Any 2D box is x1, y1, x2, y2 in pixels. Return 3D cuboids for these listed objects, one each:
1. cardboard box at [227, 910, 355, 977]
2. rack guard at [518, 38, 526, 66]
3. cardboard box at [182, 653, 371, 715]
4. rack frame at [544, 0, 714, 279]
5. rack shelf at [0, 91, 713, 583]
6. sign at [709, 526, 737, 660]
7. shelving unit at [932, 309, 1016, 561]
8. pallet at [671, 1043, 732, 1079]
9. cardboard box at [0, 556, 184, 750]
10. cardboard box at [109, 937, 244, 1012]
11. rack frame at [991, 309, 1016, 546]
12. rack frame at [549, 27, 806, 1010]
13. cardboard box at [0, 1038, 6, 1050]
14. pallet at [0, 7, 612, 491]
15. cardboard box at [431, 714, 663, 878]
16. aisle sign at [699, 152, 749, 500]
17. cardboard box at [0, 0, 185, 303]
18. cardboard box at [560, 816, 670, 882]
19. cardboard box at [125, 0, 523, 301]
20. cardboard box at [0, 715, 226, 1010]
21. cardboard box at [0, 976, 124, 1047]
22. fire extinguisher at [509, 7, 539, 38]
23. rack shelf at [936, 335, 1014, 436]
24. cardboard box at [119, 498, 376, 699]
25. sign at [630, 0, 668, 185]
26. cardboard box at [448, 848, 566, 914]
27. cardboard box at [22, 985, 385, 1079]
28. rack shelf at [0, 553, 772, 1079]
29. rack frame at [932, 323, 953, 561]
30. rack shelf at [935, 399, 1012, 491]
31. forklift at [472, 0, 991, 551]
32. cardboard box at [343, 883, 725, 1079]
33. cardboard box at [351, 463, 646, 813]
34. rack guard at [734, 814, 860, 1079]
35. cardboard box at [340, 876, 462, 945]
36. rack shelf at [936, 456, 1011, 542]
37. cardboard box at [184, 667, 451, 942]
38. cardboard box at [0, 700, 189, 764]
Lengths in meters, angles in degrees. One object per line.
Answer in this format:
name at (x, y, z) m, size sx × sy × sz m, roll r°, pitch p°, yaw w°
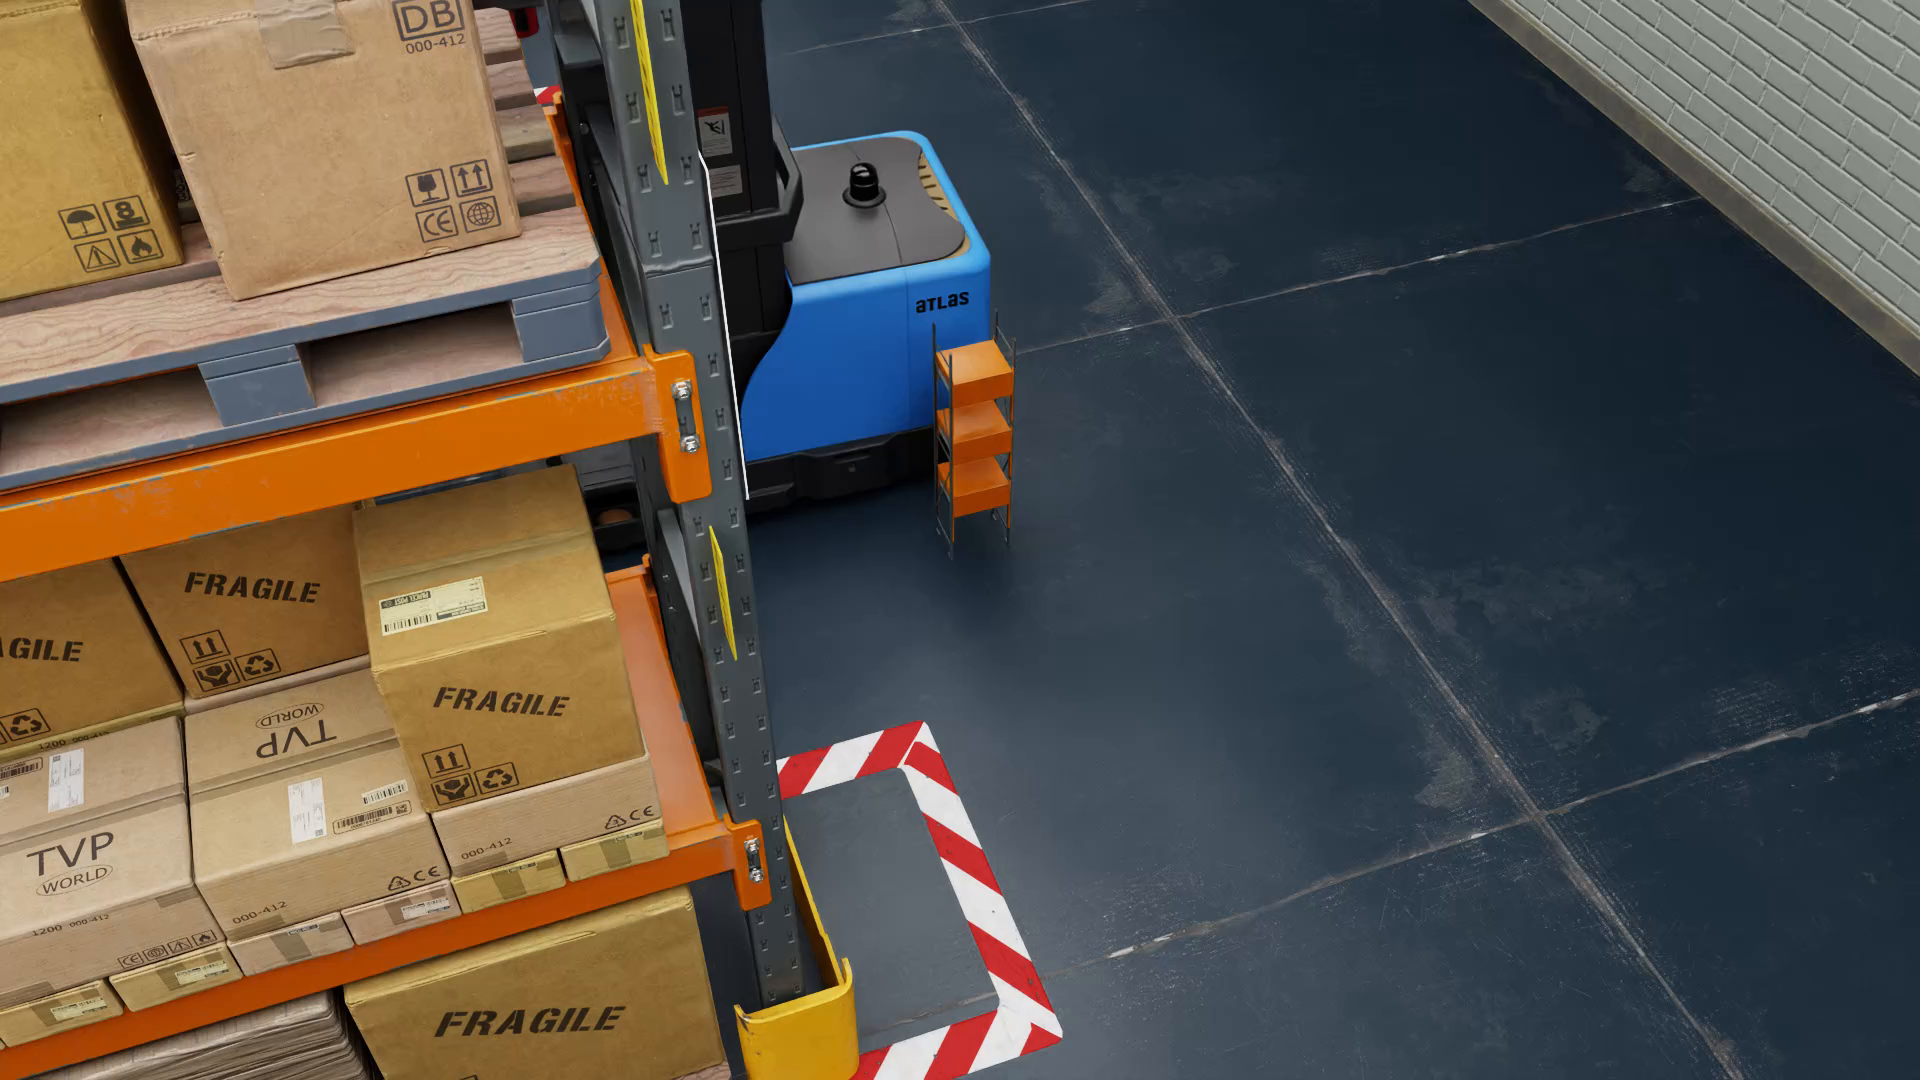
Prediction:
cardboard box at (-1.614, 0.819, 3.993) m, size 0.250 × 0.149 × 0.380 m, roll -14°, pitch 47°, yaw -13°
rack guard at (-2.338, -2.189, 8.579) m, size 0.348 × 0.500 × 1.175 m, roll -14°, pitch 47°, yaw -14°
cardboard box at (-1.704, 0.255, 4.274) m, size 0.500 × 0.250 × 0.500 m, roll -15°, pitch 47°, yaw -14°
rack frame at (-0.674, -1.875, 2.266) m, size 0.127 × 3.000 × 1.000 m, roll -14°, pitch 47°, yaw -14°
rack shelf at (-2.556, -0.082, 3.104) m, size 4.000 × 0.370 × 1.077 m, roll -14°, pitch 47°, yaw -14°
sign at (-0.503, 0.115, 3.533) m, size 0.005 × 0.325 × 0.100 m, roll -14°, pitch 47°, yaw -14°
shelving unit at (0.050, -0.383, 6.391) m, size 0.252 × 1.050 × 0.215 m, roll -14°, pitch 47°, yaw -14°
pallet at (-1.400, 1.471, 5.135) m, size 1.213 × 0.211 × 1.003 m, roll -14°, pitch 47°, yaw -14°
cardboard box at (-2.173, 0.110, 3.889) m, size 0.500 × 0.500 × 0.500 m, roll -16°, pitch 47°, yaw -15°
cardboard box at (-1.858, 0.883, 3.930) m, size 0.250 × 0.149 × 0.380 m, roll -15°, pitch 47°, yaw -15°
rack frame at (0.165, -0.413, 6.420) m, size 0.008 × 1.050 × 0.200 m, roll -14°, pitch 47°, yaw -14°
rack frame at (-0.674, 0.242, 4.391) m, size 0.127 × 3.000 × 1.000 m, roll -14°, pitch 47°, yaw -14°
cardboard box at (-2.335, 1.003, 3.810) m, size 0.250 × 0.149 × 0.380 m, roll -13°, pitch 47°, yaw -13°
pallet at (-1.369, -0.600, 3.175) m, size 1.213 × 0.211 × 1.003 m, roll -14°, pitch 47°, yaw -14°
cardboard box at (-1.040, 0.484, 4.046) m, size 0.500 × 0.250 × 0.500 m, roll -15°, pitch 47°, yaw -14°
aisle sign at (-0.505, -0.493, 3.288) m, size 0.004 × 0.787 × 0.394 m, roll -14°, pitch 47°, yaw -14°
cardboard box at (-1.716, -0.820, 2.894) m, size 0.500 × 0.500 × 0.700 m, roll -16°, pitch 47°, yaw -15°
cardboard box at (-0.898, 0.636, 4.176) m, size 0.250 × 0.149 × 0.380 m, roll -14°, pitch 47°, yaw -13°
cardboard box at (-1.145, -0.875, 2.949) m, size 0.500 × 0.500 × 0.700 m, roll -17°, pitch 48°, yaw -16°
cardboard box at (-1.996, 0.728, 3.803) m, size 0.500 × 0.250 × 0.500 m, roll -16°, pitch 47°, yaw -15°
cardboard box at (-2.102, 0.945, 3.867) m, size 0.250 × 0.149 × 0.380 m, roll -14°, pitch 47°, yaw -14°
fire extinguisher at (-2.060, -2.632, 7.573) m, size 0.183 × 0.674 × 0.296 m, roll -14°, pitch 47°, yaw -14°
rack shelf at (0.050, -0.576, 6.197) m, size 0.240 × 0.259 × 0.215 m, roll -14°, pitch 47°, yaw -14°
cardboard box at (-1.688, -0.019, 4.017) m, size 0.500 × 0.500 × 0.500 m, roll -15°, pitch 47°, yaw -15°
sign at (-0.503, -0.736, 2.679) m, size 0.005 × 0.325 × 0.100 m, roll -14°, pitch 47°, yaw -14°
cardboard box at (-1.142, 0.700, 4.112) m, size 0.250 × 0.149 × 0.380 m, roll -14°, pitch 47°, yaw -13°
cardboard box at (-2.105, 1.270, 4.570) m, size 0.875 × 0.875 × 0.875 m, roll -14°, pitch 47°, yaw -14°
rack shelf at (-2.556, 0.977, 4.166) m, size 4.000 × 0.370 × 1.077 m, roll -14°, pitch 47°, yaw -14°
rack frame at (-0.064, -0.354, 6.362) m, size 0.008 × 1.050 × 0.200 m, roll -14°, pitch 47°, yaw -14°
rack shelf at (0.050, -0.376, 6.398) m, size 0.240 × 0.259 × 0.215 m, roll -14°, pitch 47°, yaw -14°
forklift at (-1.442, -1.377, 6.053) m, size 3.031 × 2.935 × 1.130 m, roll -12°, pitch 46°, yaw -12°
cardboard box at (-1.249, 1.051, 4.788) m, size 0.875 × 0.875 × 0.875 m, roll -14°, pitch 47°, yaw -14°
cardboard box at (-1.043, 0.218, 3.782) m, size 0.500 × 0.500 × 0.500 m, roll -14°, pitch 47°, yaw -13°
rack guard at (-0.652, 1.119, 5.282) m, size 0.348 × 0.500 × 1.175 m, roll -14°, pitch 47°, yaw -14°
cardboard box at (-1.379, 0.760, 4.053) m, size 0.250 × 0.149 × 0.380 m, roll -14°, pitch 47°, yaw -14°
rack shelf at (0.050, -0.180, 6.595) m, size 0.240 × 0.259 × 0.215 m, roll -14°, pitch 47°, yaw -14°
cardboard box at (-1.518, 0.605, 3.925) m, size 0.500 × 0.250 × 0.500 m, roll -15°, pitch 47°, yaw -15°
cardboard box at (-2.178, 0.374, 4.156) m, size 0.500 × 0.250 × 0.500 m, roll -16°, pitch 47°, yaw -15°
